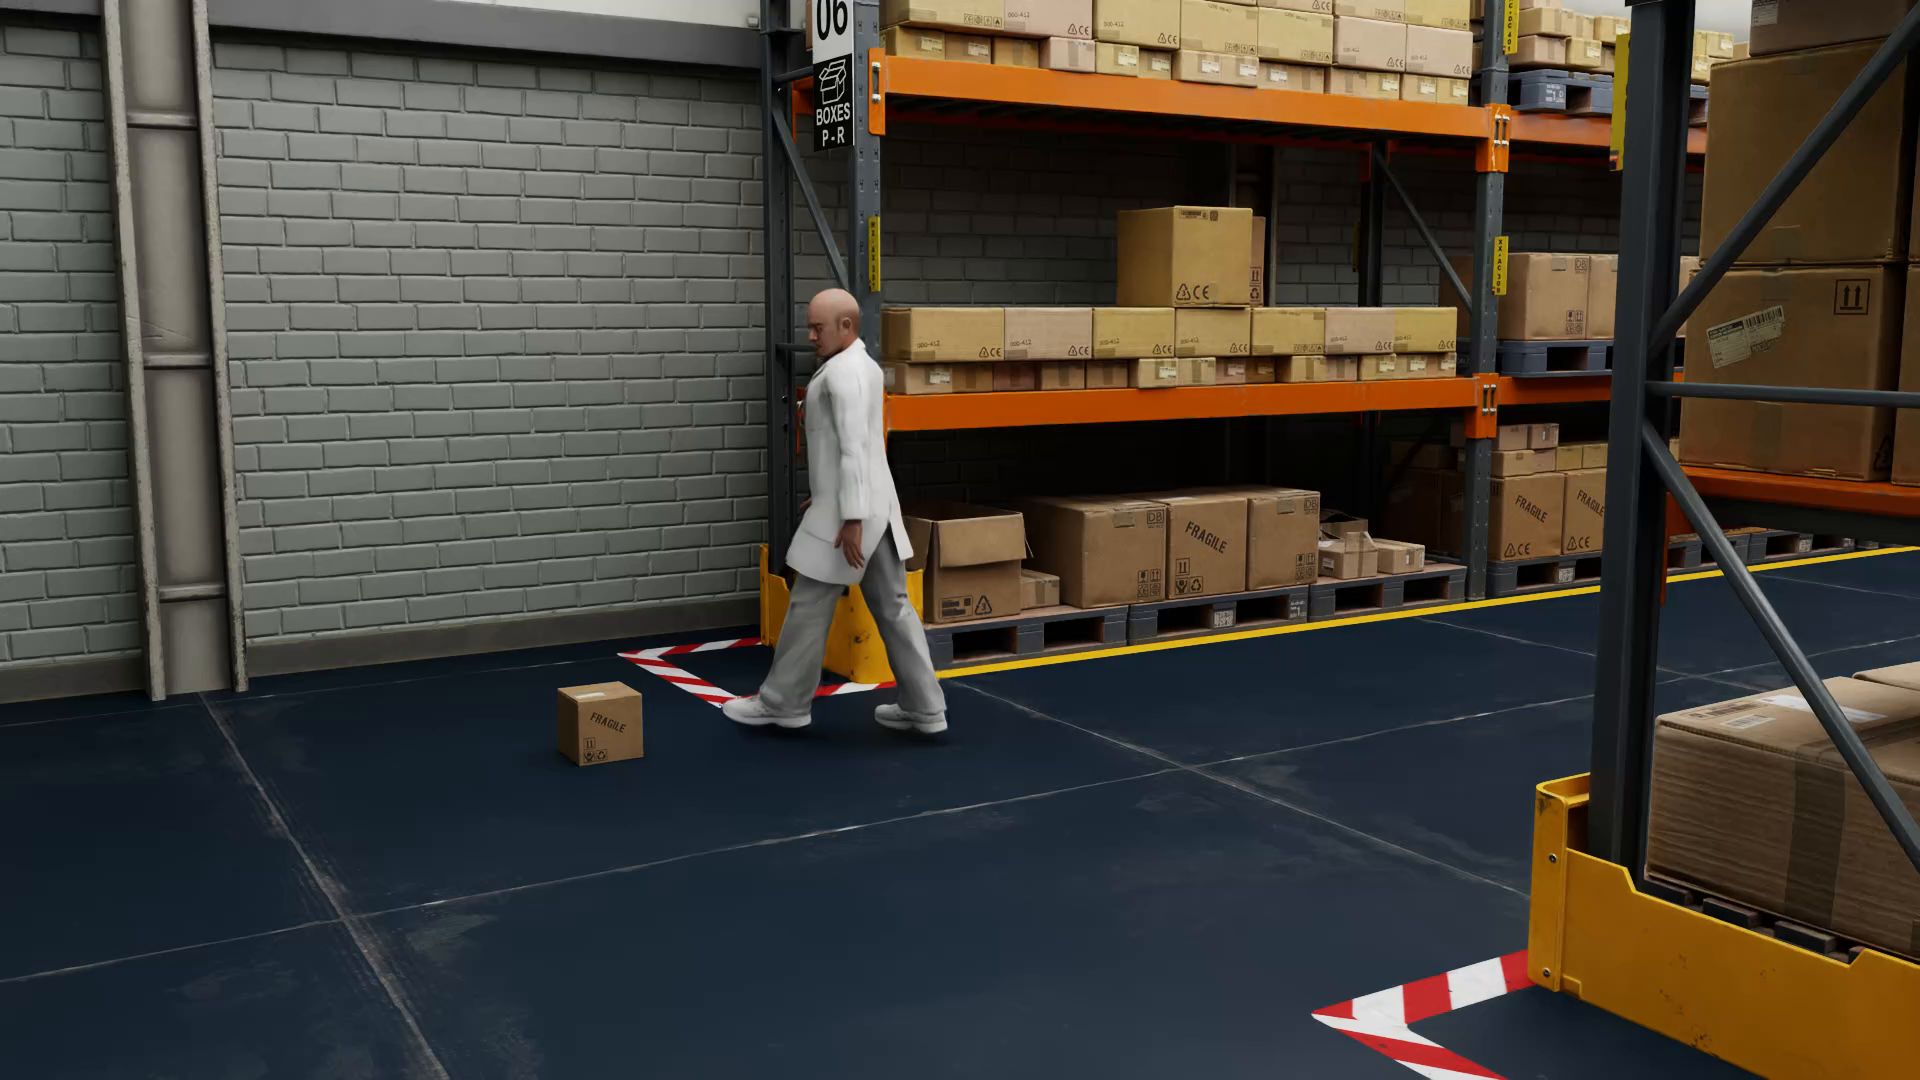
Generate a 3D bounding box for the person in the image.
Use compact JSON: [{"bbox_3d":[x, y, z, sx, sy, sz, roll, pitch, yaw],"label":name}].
[{"bbox_3d":[-0.494,-0.112,6.549,0.938,1.738,0.700,2,8,16],"label":"person"}]
